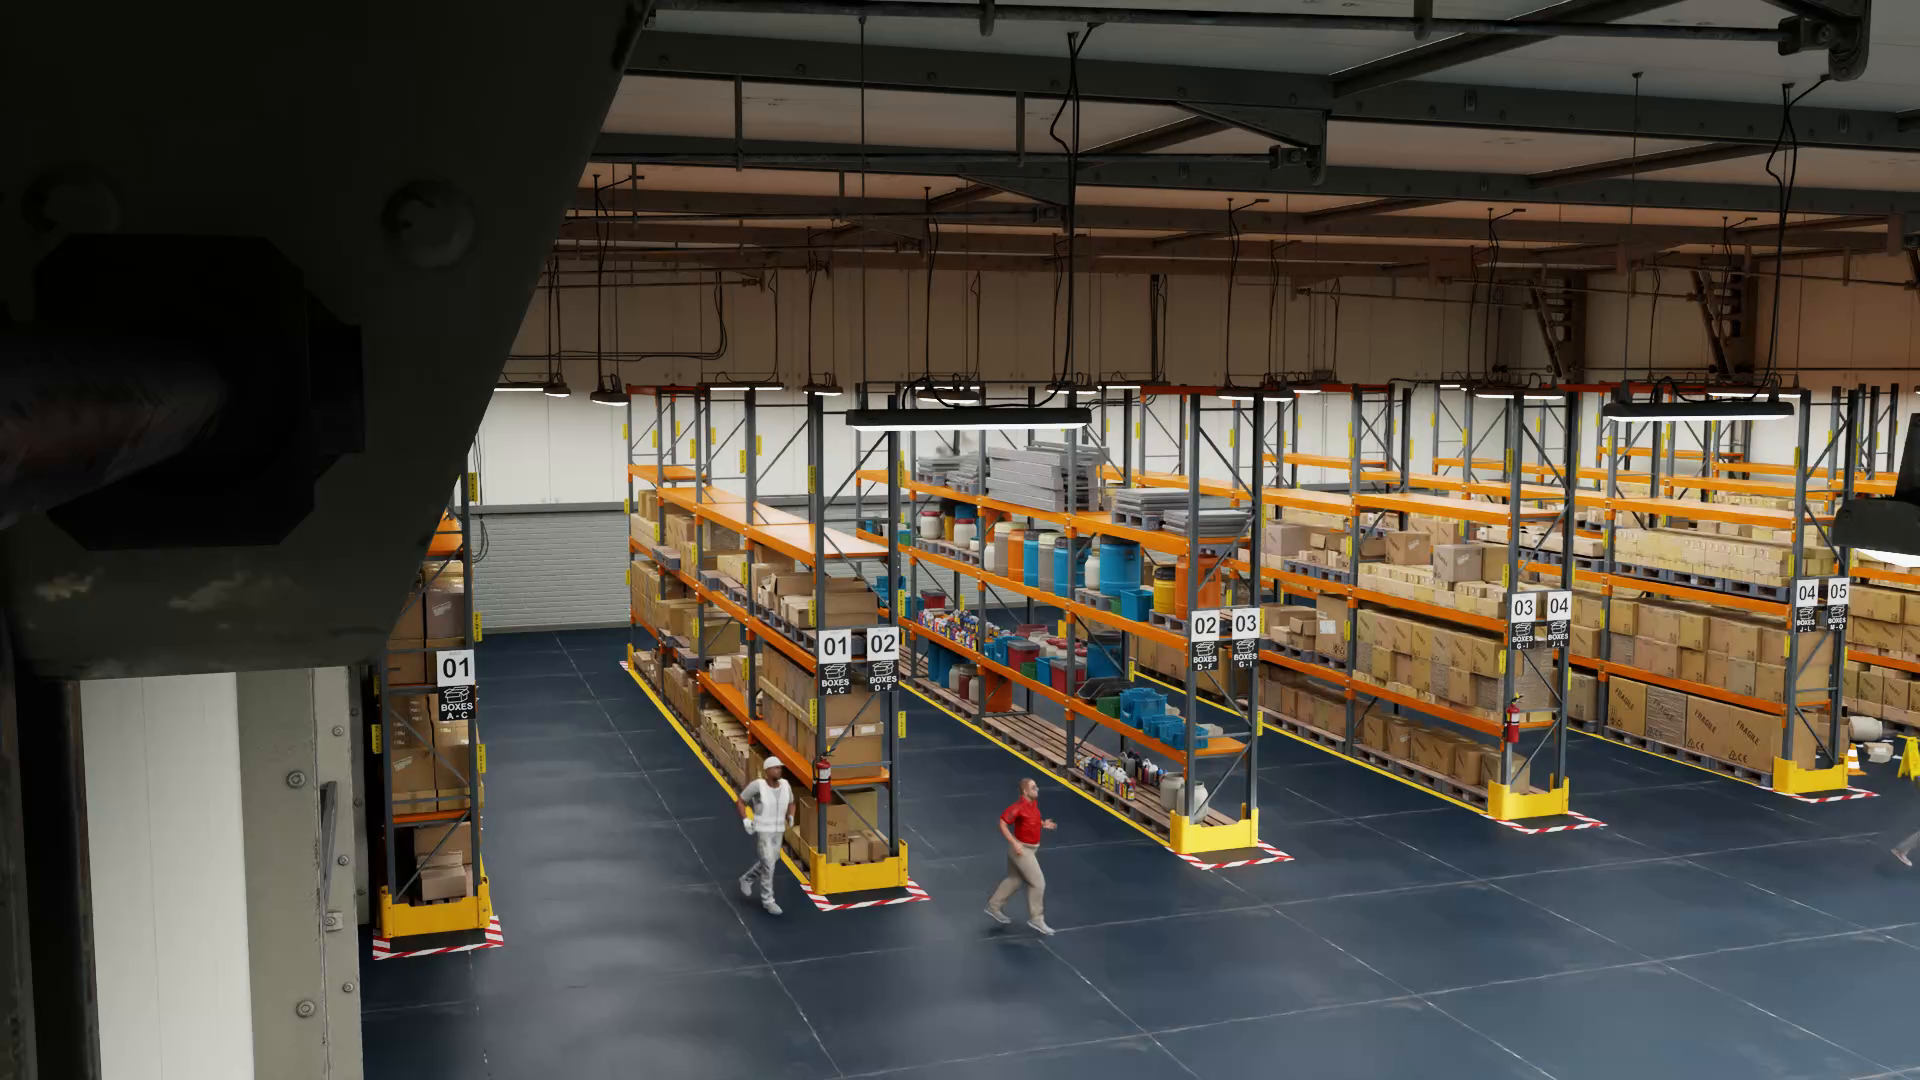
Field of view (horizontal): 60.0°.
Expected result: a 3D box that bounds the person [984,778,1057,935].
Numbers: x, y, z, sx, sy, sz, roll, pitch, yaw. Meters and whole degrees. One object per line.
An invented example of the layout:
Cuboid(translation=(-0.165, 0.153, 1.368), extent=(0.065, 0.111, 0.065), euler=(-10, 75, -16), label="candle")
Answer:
Cuboid(translation=(0.679, 3.541, 18.738), extent=(0.819, 1.773, 0.654), euler=(1, 6, 10), label="person")

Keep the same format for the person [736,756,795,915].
Cuboid(translation=(-2.260, 3.435, 19.636), extent=(0.712, 1.772, 0.833), euler=(-6, 8, -44), label="person")

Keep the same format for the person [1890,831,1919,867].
Cuboid(translation=(12.180, 3.354, 20.696), extent=(0.897, 1.647, 0.576), euler=(2, 6, 20), label="person")
